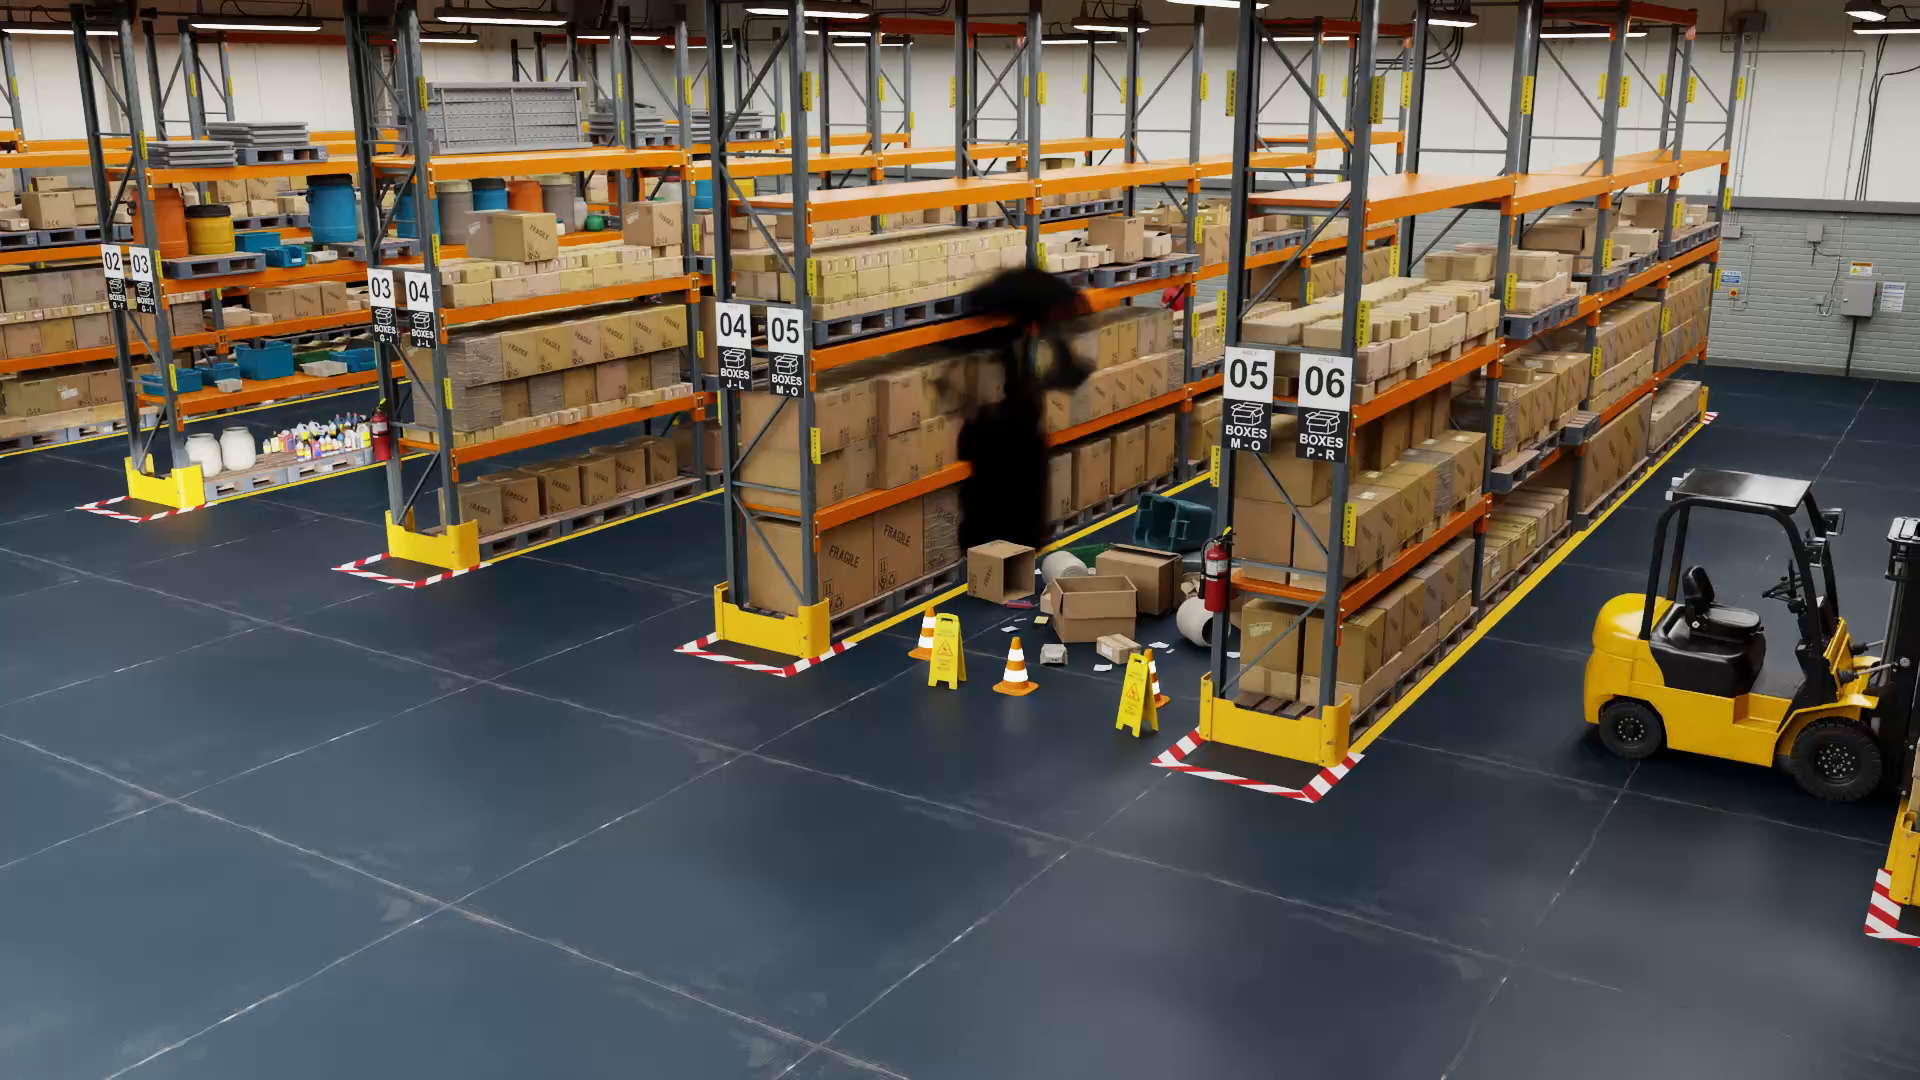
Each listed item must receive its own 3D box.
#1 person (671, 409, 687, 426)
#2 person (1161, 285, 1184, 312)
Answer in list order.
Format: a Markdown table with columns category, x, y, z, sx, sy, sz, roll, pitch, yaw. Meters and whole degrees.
| category | x | y | z | sx | sy | sz | roll | pitch | yaw |
| --- | --- | --- | --- | --- | --- | --- | --- | --- | --- |
| person | -4.352 | -2.666 | 25.594 | 0.692 | 1.751 | 0.713 | 3 | 16 | 11 |
| person | 4.088 | -4.109 | 30.916 | 0.717 | 1.692 | 0.644 | -8 | 18 | -27 |
